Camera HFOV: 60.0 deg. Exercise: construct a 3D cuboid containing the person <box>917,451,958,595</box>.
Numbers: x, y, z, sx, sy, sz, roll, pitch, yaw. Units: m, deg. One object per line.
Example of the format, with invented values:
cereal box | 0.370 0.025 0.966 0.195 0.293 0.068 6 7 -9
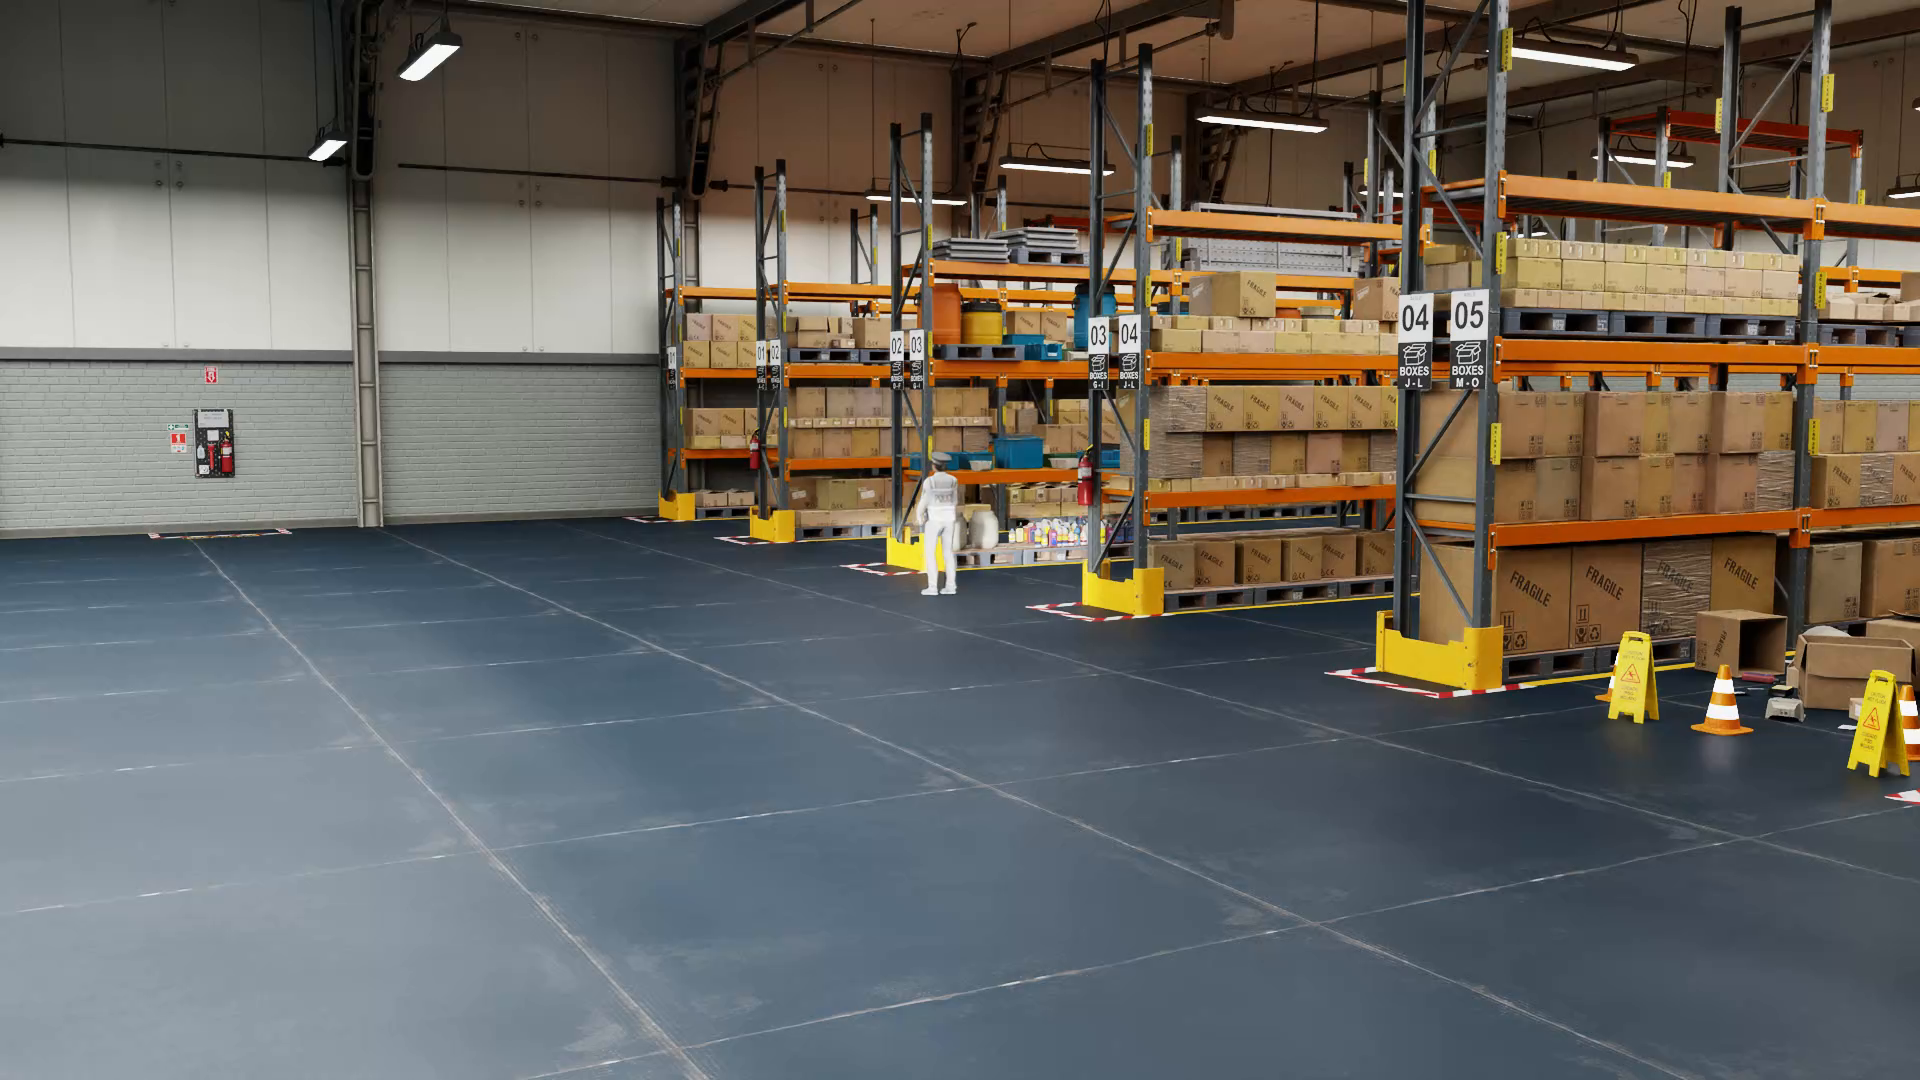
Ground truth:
person | -0.276 -0.203 19.583 0.489 1.692 0.489 -3 6 -29
